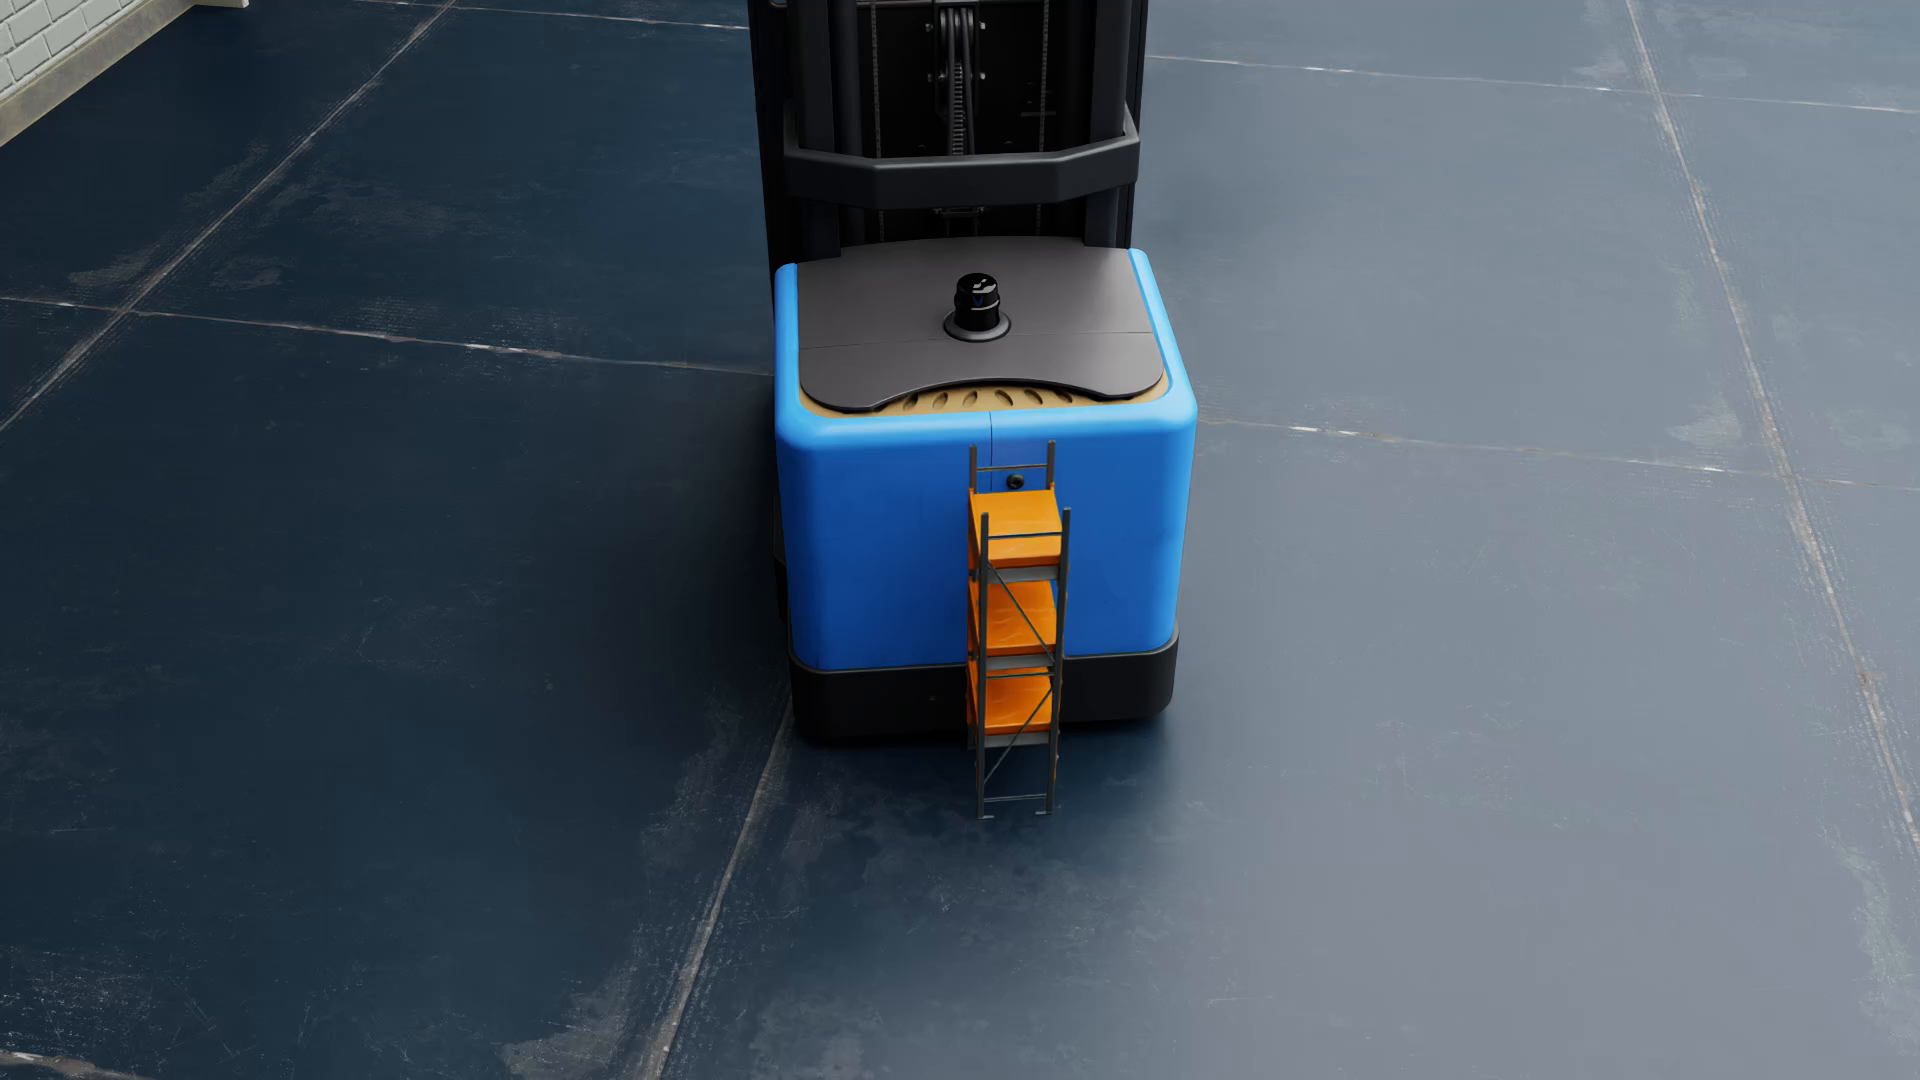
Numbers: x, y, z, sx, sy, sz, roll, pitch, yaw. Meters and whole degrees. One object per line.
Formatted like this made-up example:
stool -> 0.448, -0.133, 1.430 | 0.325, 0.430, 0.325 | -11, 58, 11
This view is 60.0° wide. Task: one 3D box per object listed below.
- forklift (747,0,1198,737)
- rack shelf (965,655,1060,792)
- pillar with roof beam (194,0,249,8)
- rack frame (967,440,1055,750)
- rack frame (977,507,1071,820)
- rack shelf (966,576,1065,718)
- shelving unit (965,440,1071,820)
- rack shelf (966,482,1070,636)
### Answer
forklift -> -0.053, -1.525, 4.795 | 1.130, 2.935, 3.031 | -3, 40, -4
rack shelf -> 0.132, 0.468, 4.308 | 0.215, 0.259, 0.240 | -4, 41, -4
pillar with roof beam -> 0.434, -5.876, 5.295 | 9.100, 9.000, 0.400 | 6, 40, 8
rack frame -> 0.121, 0.171, 4.209 | 0.200, 1.050, 0.008 | -4, 41, -4
rack frame -> 0.145, 0.330, 4.026 | 0.200, 1.050, 0.008 | -4, 41, -4
rack shelf -> 0.133, 0.259, 4.125 | 0.215, 0.259, 0.240 | -4, 41, -4
shelving unit -> 0.133, 0.251, 4.118 | 0.215, 1.050, 0.252 | -4, 41, -4
rack shelf -> 0.134, 0.045, 3.938 | 0.215, 0.259, 0.240 | -4, 41, -4
